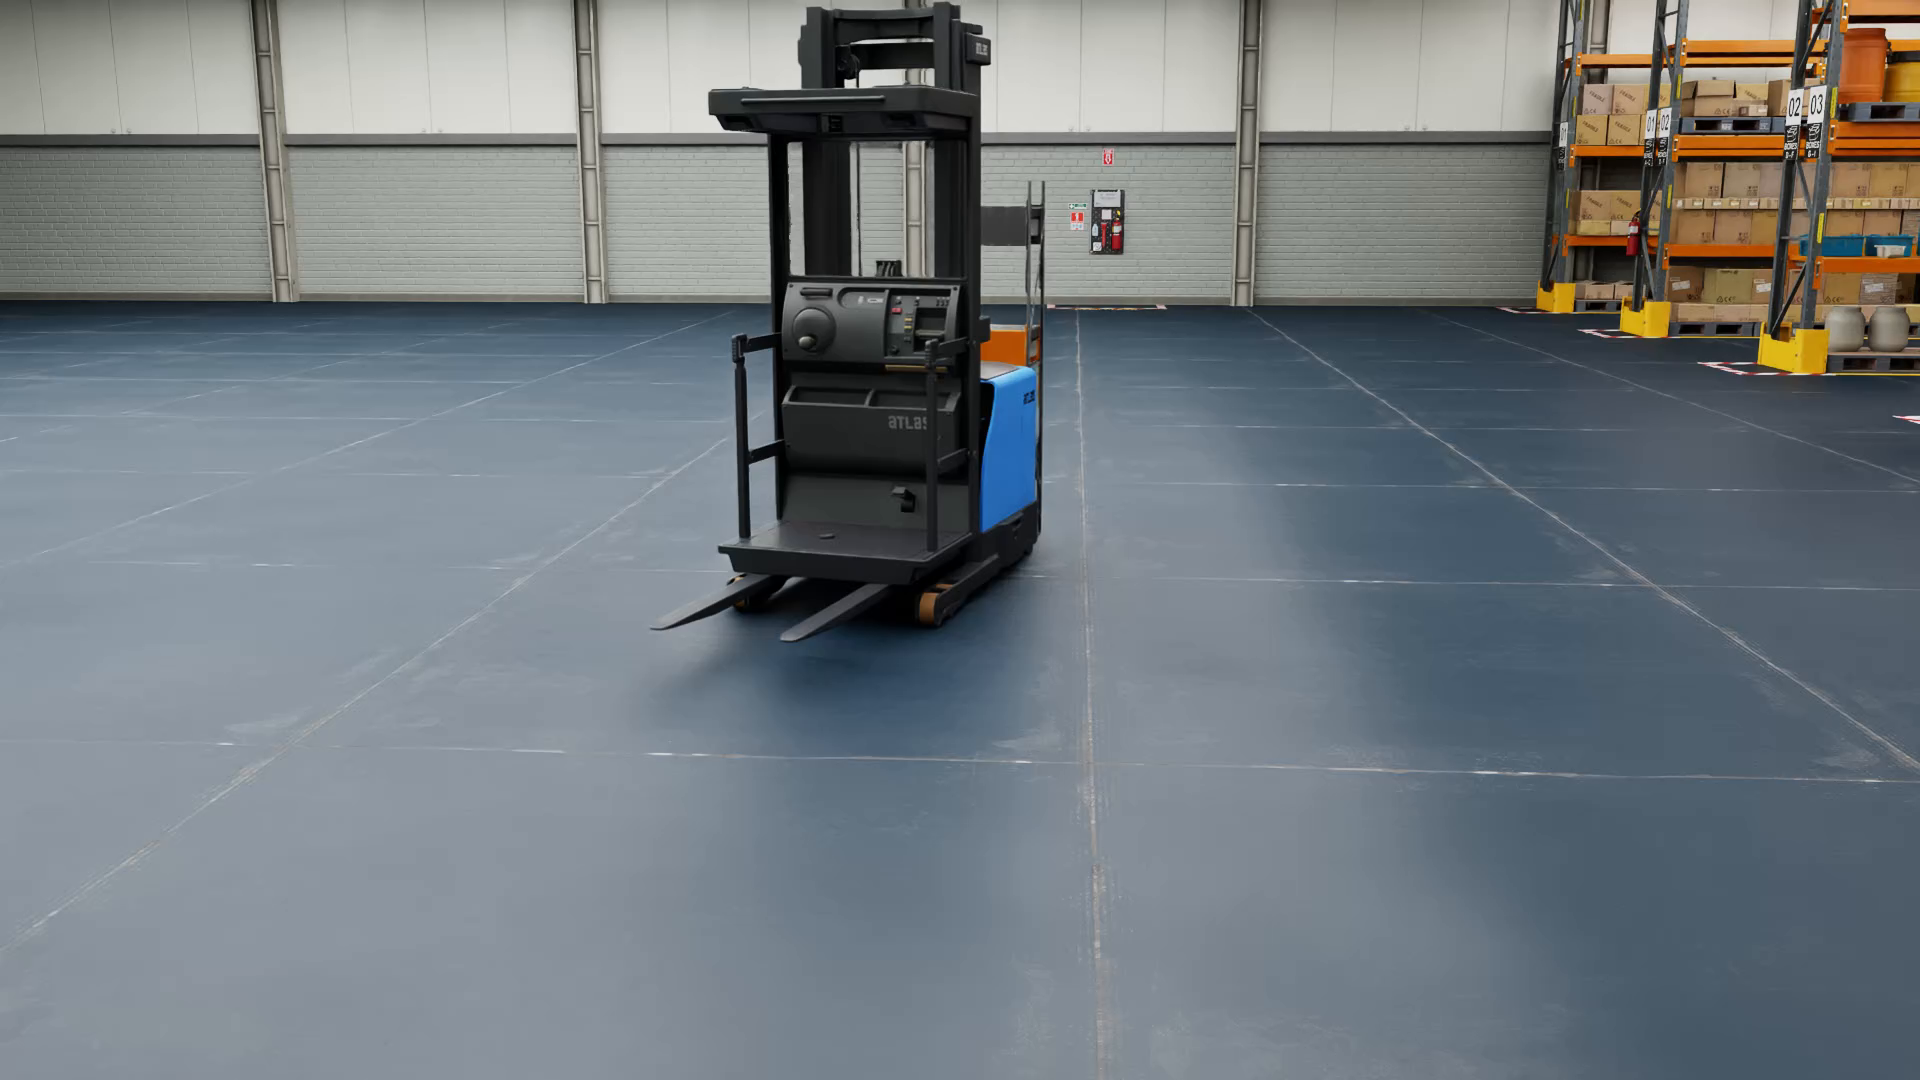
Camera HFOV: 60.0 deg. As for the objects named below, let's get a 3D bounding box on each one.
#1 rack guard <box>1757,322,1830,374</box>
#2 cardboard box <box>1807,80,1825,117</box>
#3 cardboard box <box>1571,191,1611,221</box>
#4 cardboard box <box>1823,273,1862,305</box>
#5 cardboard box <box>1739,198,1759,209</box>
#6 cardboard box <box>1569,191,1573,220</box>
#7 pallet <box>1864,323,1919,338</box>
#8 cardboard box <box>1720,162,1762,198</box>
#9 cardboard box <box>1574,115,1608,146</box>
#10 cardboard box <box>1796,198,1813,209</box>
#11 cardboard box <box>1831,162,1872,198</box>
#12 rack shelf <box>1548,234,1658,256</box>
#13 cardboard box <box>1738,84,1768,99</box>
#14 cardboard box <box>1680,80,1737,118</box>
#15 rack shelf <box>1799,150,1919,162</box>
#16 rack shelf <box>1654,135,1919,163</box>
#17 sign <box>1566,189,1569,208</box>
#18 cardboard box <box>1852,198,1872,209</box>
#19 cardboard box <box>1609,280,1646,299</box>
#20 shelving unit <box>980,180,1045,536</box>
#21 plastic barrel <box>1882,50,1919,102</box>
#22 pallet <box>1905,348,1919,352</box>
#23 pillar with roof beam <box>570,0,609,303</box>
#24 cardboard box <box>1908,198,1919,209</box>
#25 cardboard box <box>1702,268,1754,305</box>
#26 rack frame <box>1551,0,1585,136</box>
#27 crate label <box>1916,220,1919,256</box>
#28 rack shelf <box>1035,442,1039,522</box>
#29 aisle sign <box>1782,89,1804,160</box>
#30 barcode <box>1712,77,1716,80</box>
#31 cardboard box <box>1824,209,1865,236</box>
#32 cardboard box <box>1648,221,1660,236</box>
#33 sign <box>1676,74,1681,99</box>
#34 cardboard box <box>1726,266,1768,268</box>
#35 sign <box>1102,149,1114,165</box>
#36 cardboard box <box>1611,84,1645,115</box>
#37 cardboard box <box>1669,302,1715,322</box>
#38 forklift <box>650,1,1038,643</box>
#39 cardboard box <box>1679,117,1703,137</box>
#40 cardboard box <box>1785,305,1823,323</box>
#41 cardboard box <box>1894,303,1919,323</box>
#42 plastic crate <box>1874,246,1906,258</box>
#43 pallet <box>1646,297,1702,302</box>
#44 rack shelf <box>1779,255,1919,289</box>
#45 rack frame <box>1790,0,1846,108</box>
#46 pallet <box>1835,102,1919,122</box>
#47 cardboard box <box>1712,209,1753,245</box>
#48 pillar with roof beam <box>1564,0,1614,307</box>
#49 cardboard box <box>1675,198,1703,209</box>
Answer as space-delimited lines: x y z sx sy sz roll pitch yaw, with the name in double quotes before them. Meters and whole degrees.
"rack guard" 9.802 -2.271 19.575 0.348 0.500 1.175 1 12 4
"cardboard box" 12.414 -6.284 23.710 0.637 0.503 0.797 2 12 10
"cardboard box" 10.842 -5.745 28.565 0.500 0.500 0.500 1 12 4
"cardboard box" 12.575 -3.647 23.905 0.500 0.500 0.500 1 12 4
"cardboard box" 11.199 -4.804 23.752 0.250 0.149 0.380 1 12 3
"cardboard box" 10.870 -5.850 29.067 0.500 0.500 0.500 1 12 3
"pallet" 13.258 -3.098 24.232 1.213 0.211 1.003 1 12 4
"cardboard box" 11.101 -5.166 23.897 0.500 0.500 0.700 0 12 2
"cardboard box" 10.702 -6.981 28.368 0.500 0.500 0.500 1 12 5
"cardboard box" 11.969 -4.794 23.701 0.250 0.149 0.380 1 12 4
"cardboard box" 12.602 -5.145 23.799 0.500 0.500 0.700 1 12 4
"rack shelf" 12.381 -5.130 28.896 4.000 0.370 1.077 1 12 4
"cardboard box" 13.308 -7.428 28.064 0.500 0.500 0.500 1 12 7
"cardboard box" 10.631 -6.282 23.699 0.637 0.503 0.797 2 12 8
"rack shelf" 16.372 -6.544 28.328 4.000 0.370 1.077 1 12 4
"rack shelf" 12.054 -5.586 23.751 4.000 0.370 1.077 1 12 4
"sign" 10.349 -5.823 28.335 0.005 0.325 0.100 1 12 4
"cardboard box" 12.748 -4.784 23.654 0.250 0.149 0.380 1 12 3
"cardboard box" 11.638 -4.373 29.013 0.500 0.311 0.500 2 12 8
"shelving unit" 0.203 -1.042 9.790 0.503 2.100 0.431 3 12 15
"plastic barrel" 10.869 -5.262 18.958 0.600 0.588 0.600 0 12 0
"pallet" 11.826 -2.100 19.464 1.213 0.211 1.003 1 12 4
"pillar with roof beam" -7.106 -7.980 26.111 0.400 9.000 9.100 1 12 4
"cardboard box" 13.517 -4.773 23.604 0.250 0.149 0.380 1 12 3
"cardboard box" 11.077 -3.665 23.994 0.500 0.500 0.500 1 12 4
"rack frame" 10.385 -8.446 28.339 0.127 3.000 1.000 1 12 4
"crate label" 11.578 -3.533 19.418 0.616 0.435 0.502 1 12 4
"rack shelf" 0.203 -0.343 9.936 0.480 0.518 0.431 3 12 15
"aisle sign" 9.671 -4.820 19.307 0.004 0.787 0.394 1 12 4
"barcode" 13.018 -7.960 28.701 0.075 0.075 0.001 1 12 4
"cardboard box" 12.579 -4.510 23.931 0.500 0.500 0.700 1 12 5
"cardboard box" 11.878 -5.362 28.566 0.500 0.250 0.500 1 12 3
"sign" 10.015 -6.319 23.169 0.005 0.325 0.100 1 12 4
"cardboard box" 11.612 -3.767 24.482 0.500 0.500 0.500 1 12 4
"sign" 2.690 -6.956 30.204 0.199 0.298 0.001 1 12 4
"cardboard box" 11.251 -7.454 28.187 0.500 0.500 0.500 1 12 3
"cardboard box" 10.578 -3.305 24.102 0.500 0.250 0.500 1 12 4
"forklift" -0.515 -1.114 8.108 1.130 2.935 3.031 4 12 18
"cardboard box" 12.290 -6.957 28.254 0.500 0.500 0.500 2 12 7
"cardboard box" 12.075 -3.284 24.002 0.500 0.250 0.500 1 12 4
"cardboard box" 13.572 -3.264 23.909 0.500 0.250 0.500 1 12 4
"plastic crate" 10.595 -3.279 18.932 0.250 0.136 0.298 1 12 4
"pallet" 12.483 -4.108 29.064 1.213 0.211 1.003 1 12 4
"rack shelf" 11.719 -3.106 19.221 4.000 0.370 1.077 1 12 4
"rack frame" 9.723 -6.422 18.664 0.127 3.000 1.000 1 12 4
"pallet" 10.542 -4.830 18.841 1.213 0.211 1.003 1 12 4
"cardboard box" 11.047 -4.531 24.032 0.500 0.500 0.700 1 12 5
"pillar with roof beam" 10.854 -7.734 24.934 0.400 9.000 9.100 1 12 4
"cardboard box" 10.435 -4.815 23.803 0.250 0.149 0.380 1 12 3
